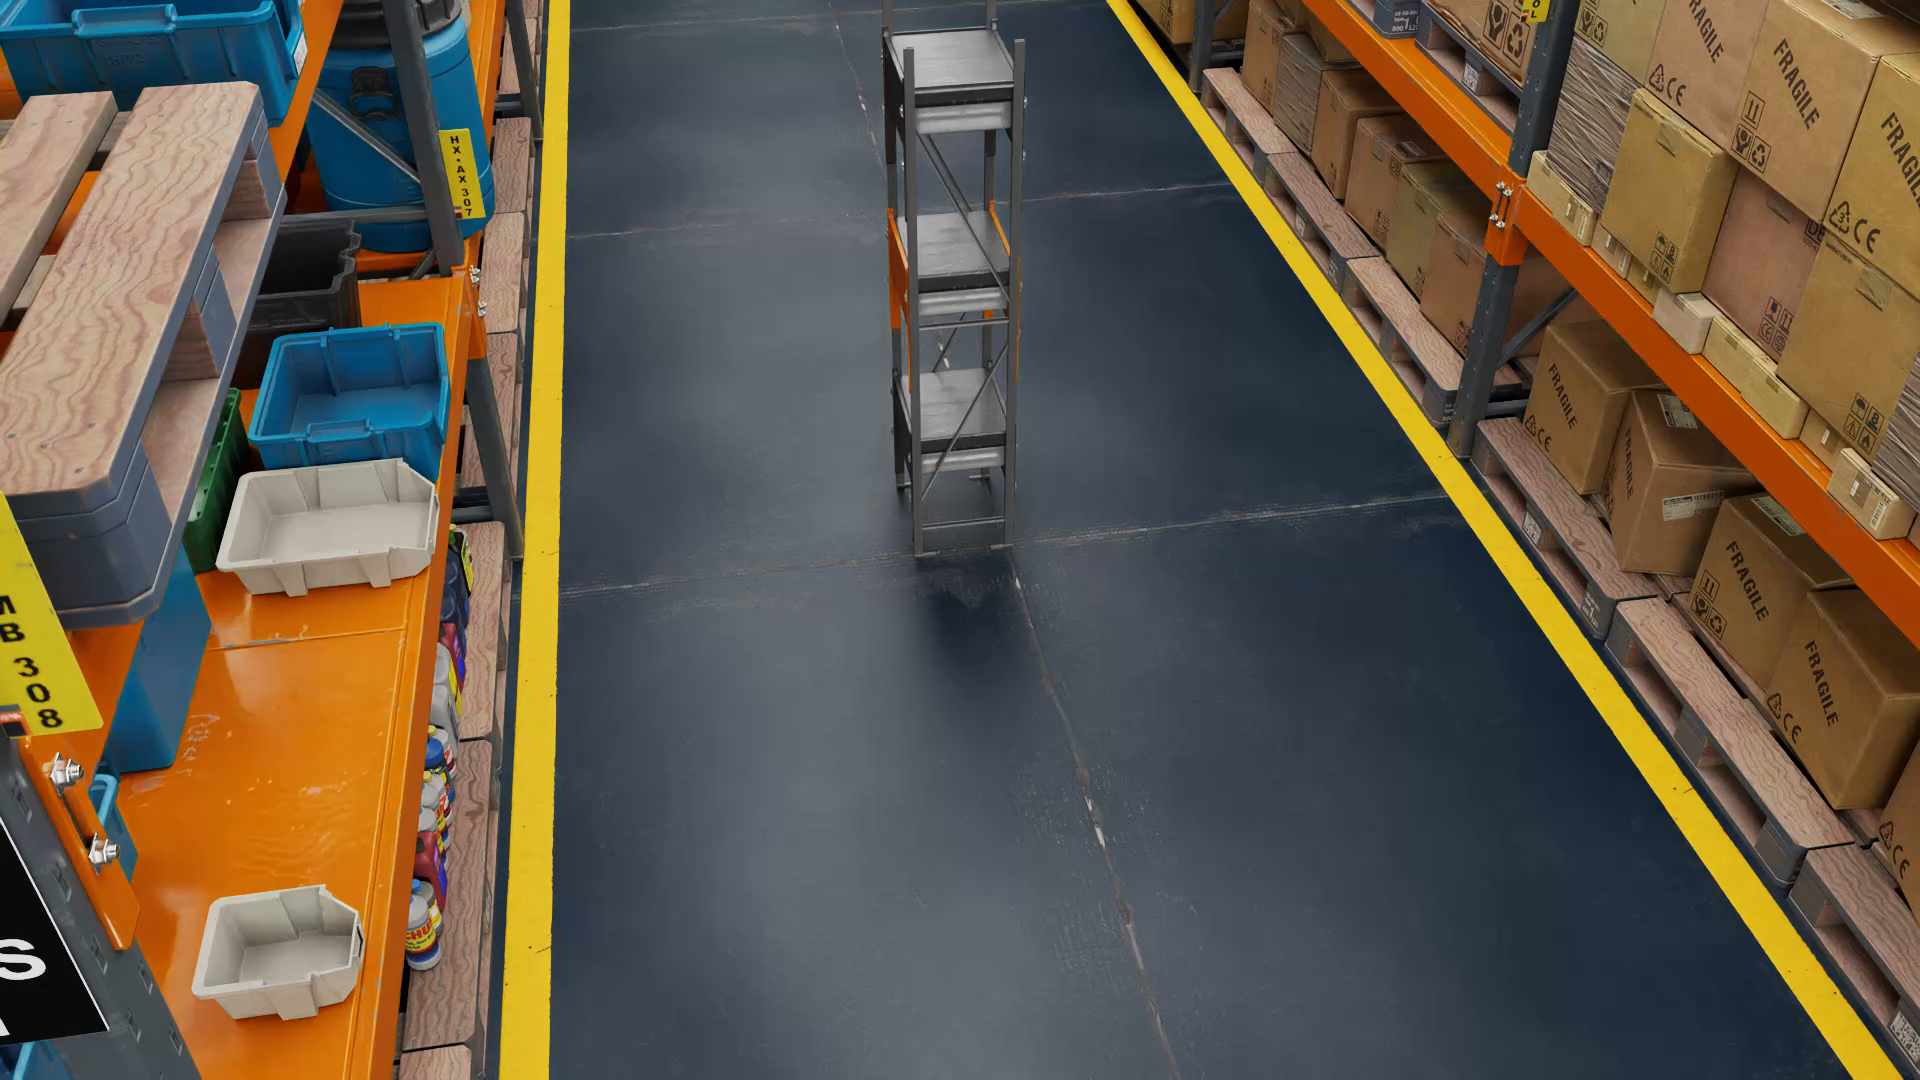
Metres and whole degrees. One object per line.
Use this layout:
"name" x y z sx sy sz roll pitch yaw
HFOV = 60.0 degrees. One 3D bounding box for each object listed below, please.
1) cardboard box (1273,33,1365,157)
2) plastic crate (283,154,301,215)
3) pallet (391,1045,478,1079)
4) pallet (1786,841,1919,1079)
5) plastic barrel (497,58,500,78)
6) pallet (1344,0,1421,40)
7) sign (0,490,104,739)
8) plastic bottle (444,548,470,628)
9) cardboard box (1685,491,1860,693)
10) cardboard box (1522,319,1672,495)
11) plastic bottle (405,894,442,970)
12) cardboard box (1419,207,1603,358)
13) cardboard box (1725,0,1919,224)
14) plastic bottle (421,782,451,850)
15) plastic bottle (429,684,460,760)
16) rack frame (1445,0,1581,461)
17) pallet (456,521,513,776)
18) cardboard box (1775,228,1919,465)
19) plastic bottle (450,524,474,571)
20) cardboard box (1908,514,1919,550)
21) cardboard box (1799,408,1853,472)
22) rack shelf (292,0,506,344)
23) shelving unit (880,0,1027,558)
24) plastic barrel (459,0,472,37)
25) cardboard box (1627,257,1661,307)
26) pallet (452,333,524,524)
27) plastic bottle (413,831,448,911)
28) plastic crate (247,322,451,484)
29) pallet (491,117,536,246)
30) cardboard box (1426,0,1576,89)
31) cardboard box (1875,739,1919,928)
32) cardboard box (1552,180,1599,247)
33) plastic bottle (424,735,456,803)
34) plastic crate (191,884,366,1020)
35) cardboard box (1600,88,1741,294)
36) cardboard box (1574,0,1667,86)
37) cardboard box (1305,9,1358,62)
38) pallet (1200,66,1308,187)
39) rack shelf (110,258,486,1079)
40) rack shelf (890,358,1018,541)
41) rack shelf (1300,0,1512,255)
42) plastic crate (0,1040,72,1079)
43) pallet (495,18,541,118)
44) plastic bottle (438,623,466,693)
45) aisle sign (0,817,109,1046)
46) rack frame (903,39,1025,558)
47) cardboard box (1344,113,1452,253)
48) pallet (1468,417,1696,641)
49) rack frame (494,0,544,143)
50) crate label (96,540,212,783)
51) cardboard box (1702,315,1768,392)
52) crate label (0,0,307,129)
"cardboard box" 2.176 -2.486 9.184 0.700 0.500 0.500 -9 39 -12
"plastic crate" -2.632 -1.372 6.019 0.402 0.464 0.583 -6 38 -8
"pallet" -1.741 1.898 4.135 1.003 0.211 1.213 -6 38 -8
"pallet" 3.211 1.357 4.831 1.003 0.211 1.213 -6 38 -8
"plastic barrel" -3.049 -3.106 9.729 0.600 0.830 0.708 -6 38 -8
"pallet" 2.317 -2.769 8.025 1.003 0.211 1.213 -6 38 -8
"sign" -1.002 0.084 1.744 0.100 0.325 0.005 -6 38 -8
"plastic bottle" -1.849 0.143 5.921 0.144 0.351 0.185 -7 38 -9
"cardboard box" 2.956 0.159 5.795 0.500 0.500 0.500 -9 39 -12
"cardboard box" 2.661 -0.553 6.712 0.500 0.500 0.500 -7 38 -9
"plastic bottle" -1.555 1.104 4.749 0.097 0.271 0.097 0 38 0
"cardboard box" 2.544 -1.180 7.502 0.700 0.500 0.500 -9 39 -11
"cardboard box" 2.636 -1.269 4.799 0.500 0.500 0.500 -6 38 -8
"plastic bottle" -1.633 0.837 5.093 0.097 0.271 0.097 0 38 0
"plastic bottle" -1.734 0.582 5.417 0.152 0.276 0.135 -6 38 -7
"rack frame" 2.631 -1.620 6.390 1.000 3.000 0.127 -6 38 -8
"pallet" -2.169 0.424 6.032 1.003 0.211 1.213 -6 38 -8
"cardboard box" 2.936 -0.595 4.747 0.875 0.500 0.500 -6 38 -8
"plastic bottle" -1.875 0.030 6.189 0.097 0.201 0.097 0 38 0
"cardboard box" 2.843 -0.008 4.520 0.380 0.149 0.250 -6 38 -8
"cardboard box" 2.737 -0.308 4.906 0.380 0.149 0.250 -6 38 -8
"rack shelf" -2.596 -2.011 7.480 1.077 0.370 4.000 -6 38 -8
"shelving unit" -0.029 -0.929 6.235 0.431 2.100 0.503 -6 38 -8
"plastic barrel" -2.402 -2.447 7.344 0.433 0.535 0.433 0 38 0
"cardboard box" 2.528 -0.908 5.679 0.380 0.149 0.250 -6 38 -8
"pallet" -2.421 -0.456 7.165 1.003 0.211 1.213 -6 38 -8
"plastic bottle" -1.577 0.961 4.924 0.061 0.283 0.133 -6 38 -7
"plastic crate" -1.784 -0.389 4.927 0.499 0.251 0.616 -6 38 -8
"pallet" -2.849 -1.930 9.062 1.003 0.211 1.213 -6 38 -8
"cardboard box" 2.629 -2.517 6.714 1.000 1.000 1.000 -6 38 -8
"cardboard box" 3.100 0.881 4.866 0.500 0.500 0.500 3 38 4
"cardboard box" 2.403 -1.206 6.062 0.380 0.149 0.250 -6 38 -8
"plastic bottle" -1.668 0.714 5.251 0.097 0.271 0.097 0 38 0
"plastic crate" -1.384 0.858 3.416 0.298 0.136 0.250 -6 38 -8
"cardboard box" 2.702 -1.192 5.516 0.875 0.500 0.500 -6 38 -8
"cardboard box" 2.459 -1.872 5.576 0.500 0.500 0.500 -6 38 -8
"cardboard box" 2.179 -2.798 8.974 0.500 0.250 0.500 -2 38 -3
"pallet" 2.065 -2.462 9.748 1.003 0.211 1.213 -6 38 -8
"rack shelf" -1.895 0.405 4.370 1.077 0.370 4.000 -6 38 -8
"rack shelf" -0.029 -0.366 6.672 0.431 0.518 0.480 -6 38 -8
"rack shelf" 2.280 -2.544 8.166 1.077 0.370 4.000 -6 38 -8
"plastic crate" -1.927 1.118 2.988 0.499 0.251 0.616 -6 38 -8
"pallet" -3.126 -2.874 10.277 1.003 0.211 1.213 -6 38 -8
"plastic bottle" -1.746 0.380 5.672 0.061 0.283 0.133 -4 38 -5
"aisle sign" -1.243 0.314 1.781 0.394 0.787 0.004 -6 38 -8
"rack frame" 0.014 -0.782 6.045 0.400 2.100 0.015 -6 38 -8
"cardboard box" 2.381 -1.808 8.311 0.700 0.500 0.500 -9 39 -12
"pallet" 2.783 -0.117 6.728 1.003 0.211 1.213 -6 38 -8
"rack frame" -2.947 -3.503 8.814 1.000 3.000 0.127 -6 38 -8
"crate label" -2.133 0.232 3.977 0.502 0.435 0.616 -6 38 -8
"cardboard box" 2.616 -0.606 5.290 0.380 0.149 0.250 -6 38 -8
"crate label" -1.547 -0.963 3.221 0.502 0.251 0.408 -6 38 -8
